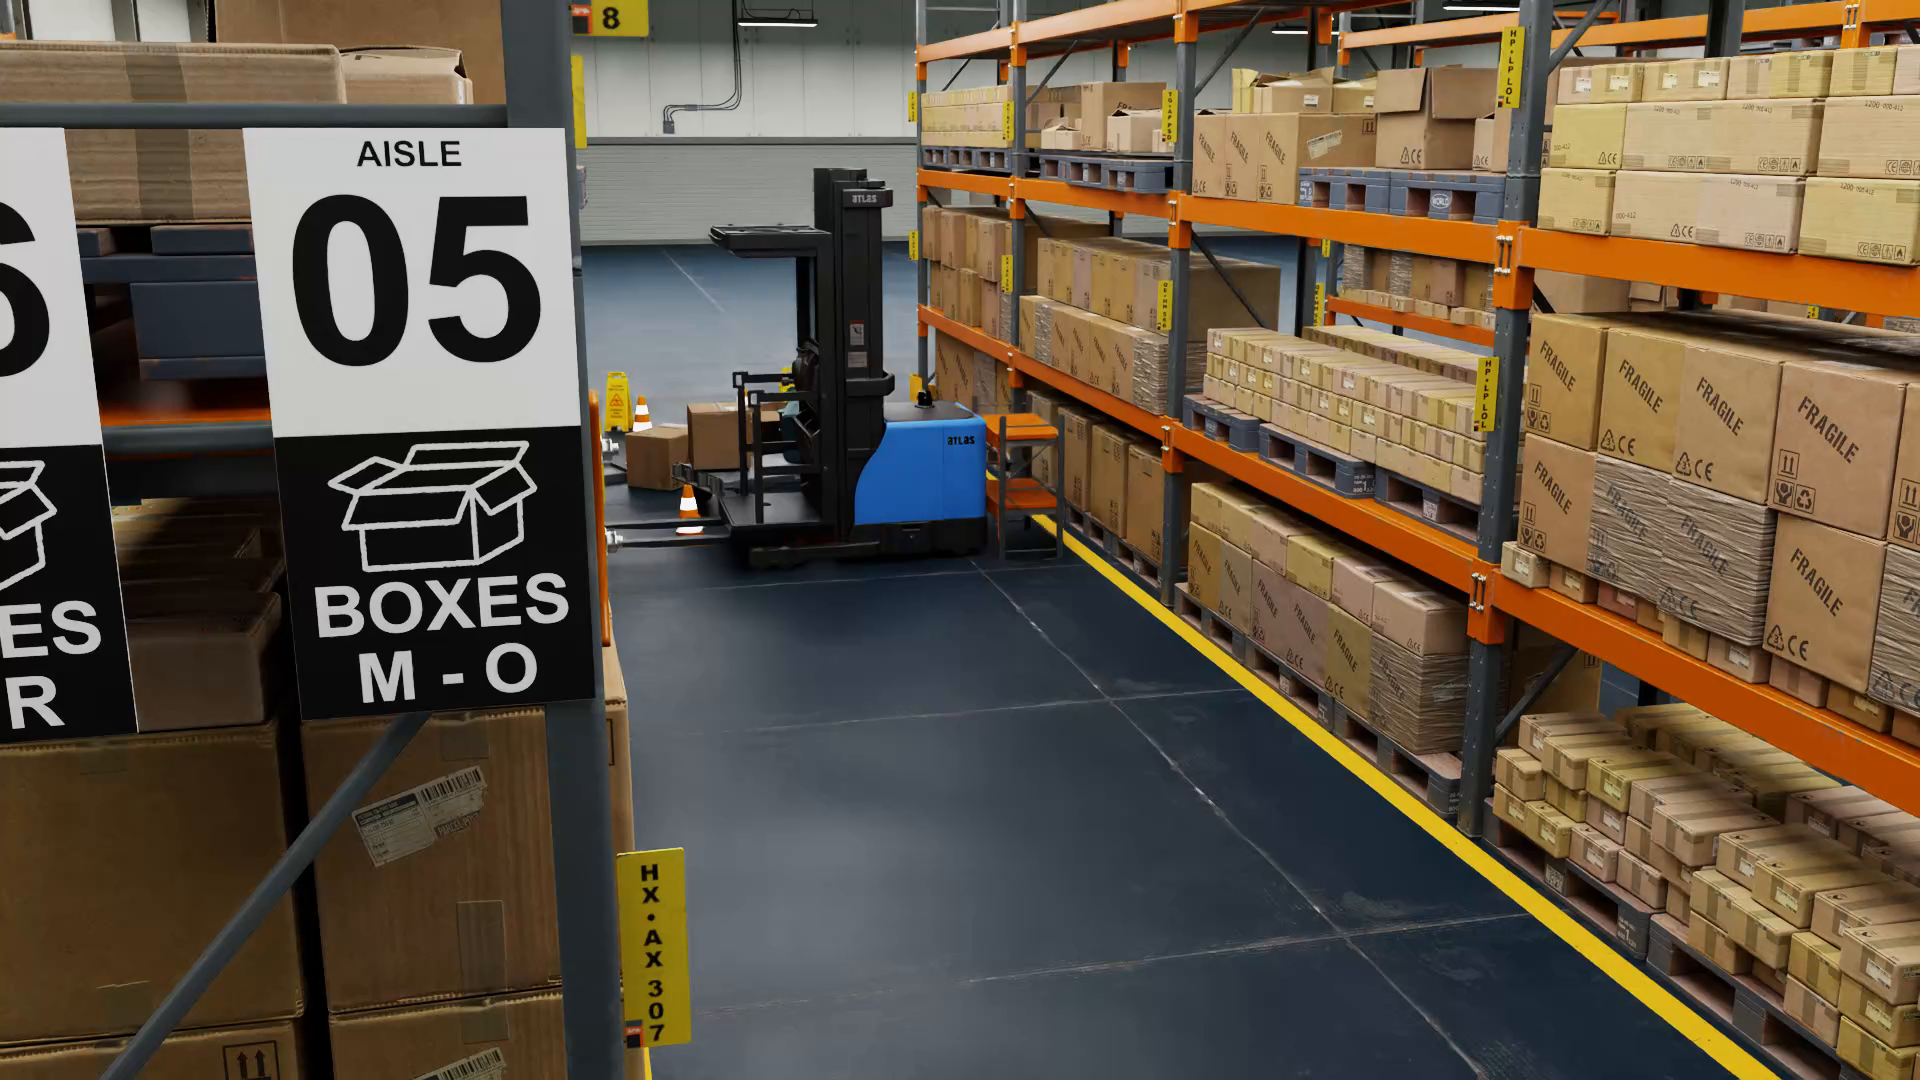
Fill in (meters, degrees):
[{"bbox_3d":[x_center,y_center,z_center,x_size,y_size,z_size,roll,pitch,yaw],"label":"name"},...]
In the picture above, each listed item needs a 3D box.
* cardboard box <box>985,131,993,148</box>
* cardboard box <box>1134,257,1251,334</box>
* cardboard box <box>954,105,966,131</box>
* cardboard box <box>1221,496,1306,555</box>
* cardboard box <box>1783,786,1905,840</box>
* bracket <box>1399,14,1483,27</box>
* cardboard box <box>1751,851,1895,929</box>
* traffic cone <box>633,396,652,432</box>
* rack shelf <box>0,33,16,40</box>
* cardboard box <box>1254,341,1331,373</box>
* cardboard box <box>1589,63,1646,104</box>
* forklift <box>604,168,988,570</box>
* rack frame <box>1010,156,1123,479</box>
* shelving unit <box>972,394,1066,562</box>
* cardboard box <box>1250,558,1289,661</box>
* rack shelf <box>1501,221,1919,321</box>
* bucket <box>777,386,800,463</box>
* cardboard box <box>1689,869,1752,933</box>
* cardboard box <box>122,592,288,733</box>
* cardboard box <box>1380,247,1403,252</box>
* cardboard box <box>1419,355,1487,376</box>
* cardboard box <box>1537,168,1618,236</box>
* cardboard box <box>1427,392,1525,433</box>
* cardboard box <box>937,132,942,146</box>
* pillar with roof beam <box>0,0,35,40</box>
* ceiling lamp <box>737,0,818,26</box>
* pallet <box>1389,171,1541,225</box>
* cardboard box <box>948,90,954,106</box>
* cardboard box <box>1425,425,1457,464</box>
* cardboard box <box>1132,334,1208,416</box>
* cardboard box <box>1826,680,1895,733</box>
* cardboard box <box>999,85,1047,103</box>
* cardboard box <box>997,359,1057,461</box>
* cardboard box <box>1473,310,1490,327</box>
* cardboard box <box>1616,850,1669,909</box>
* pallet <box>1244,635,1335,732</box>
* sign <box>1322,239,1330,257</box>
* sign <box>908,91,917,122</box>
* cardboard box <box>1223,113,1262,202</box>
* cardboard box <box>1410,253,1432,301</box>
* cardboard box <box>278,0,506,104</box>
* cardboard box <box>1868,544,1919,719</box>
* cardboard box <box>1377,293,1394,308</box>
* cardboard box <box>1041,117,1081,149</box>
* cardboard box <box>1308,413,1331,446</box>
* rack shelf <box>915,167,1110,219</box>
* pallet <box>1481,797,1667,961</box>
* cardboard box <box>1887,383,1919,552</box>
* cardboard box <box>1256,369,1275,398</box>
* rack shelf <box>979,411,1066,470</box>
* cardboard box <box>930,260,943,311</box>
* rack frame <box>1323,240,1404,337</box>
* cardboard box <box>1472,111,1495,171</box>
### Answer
[{"bbox_3d":[0.443,-3.723,15.459,0.380,0.149,0.250,-3,14,-12],"label":"cardboard box"},{"bbox_3d":[1.685,-1.784,12.090,0.700,0.500,0.500,-3,14,-14],"label":"cardboard box"},{"bbox_3d":[0.242,-4.181,16.492,0.500,0.250,0.500,-3,14,-13],"label":"cardboard box"},{"bbox_3d":[1.946,-0.093,10.290,0.500,0.250,0.500,-3,14,-14],"label":"cardboard box"},{"bbox_3d":[3.479,1.089,6.518,0.380,0.149,0.250,-4,14,-16],"label":"cardboard box"},{"bbox_3d":[13.628,-14.716,47.117,0.076,0.066,4.783,-3,14,-13],"label":"bracket"},{"bbox_3d":[3.061,1.239,5.904,0.380,0.149,0.250,-3,14,-13],"label":"cardboard box"},{"bbox_3d":[-3.411,-1.315,17.836,0.336,0.463,0.334,-3,14,-13],"label":"traffic cone"},{"bbox_3d":[-9.121,-4.207,14.043,1.077,0.370,4.000,-3,14,-13],"label":"rack shelf"},{"bbox_3d":[2.001,-1.102,10.010,0.380,0.149,0.250,-4,14,-16],"label":"cardboard box"},{"bbox_3d":[2.704,-1.781,6.501,0.380,0.149,0.250,-4,14,-16],"label":"cardboard box"},{"bbox_3d":[-1.359,-1.334,12.711,3.031,2.935,1.130,-3,14,-13],"label":"forklift"},{"bbox_3d":[0.961,-1.951,15.094,1.000,3.000,0.127,-3,14,-13],"label":"rack frame"},{"bbox_3d":[0.443,-0.509,13.140,0.538,1.125,1.048,-3,14,-11],"label":"shelving unit"},{"bbox_3d":[2.065,0.393,9.880,0.500,0.500,0.500,-4,14,-15],"label":"cardboard box"},{"bbox_3d":[3.310,-0.752,5.381,1.077,0.370,4.000,-3,14,-13],"label":"rack shelf"},{"bbox_3d":[-1.312,-1.003,14.905,0.726,0.611,0.620,2,24,6],"label":"bucket"},{"bbox_3d":[2.953,1.328,6.164,0.380,0.149,0.250,-3,14,-14],"label":"cardboard box"},{"bbox_3d":[-1.288,0.195,2.624,0.380,0.149,0.250,-3,14,-12],"label":"cardboard box"},{"bbox_3d":[4.960,-3.433,18.215,0.500,0.500,0.500,-3,14,-13],"label":"cardboard box"},{"bbox_3d":[2.823,-0.954,9.401,0.380,0.149,0.250,-3,14,-11],"label":"cardboard box"},{"bbox_3d":[2.692,-1.369,6.705,0.500,0.250,0.500,-3,14,-10],"label":"cardboard box"},{"bbox_3d":[2.492,-0.621,8.038,0.380,0.149,0.250,-4,14,-15],"label":"cardboard box"},{"bbox_3d":[-0.031,-4.190,17.370,0.380,0.149,0.250,-3,14,-13],"label":"cardboard box"},{"bbox_3d":[-7.527,-6.625,21.583,9.100,9.000,0.400,-3,14,-13],"label":"pillar with roof beam"},{"bbox_3d":[-4.641,-14.542,41.691,2.000,3.185,0.800,-3,14,-13],"label":"ceiling lamp"},{"bbox_3d":[2.798,-1.620,7.814,1.213,0.211,1.003,-3,14,-13],"label":"pallet"},{"bbox_3d":[0.088,-4.461,16.800,0.380,0.149,0.250,-3,14,-14],"label":"cardboard box"},{"bbox_3d":[2.491,-0.474,8.064,0.380,0.149,0.250,-3,14,-13],"label":"cardboard box"},{"bbox_3d":[1.534,-1.166,11.669,0.500,0.500,0.500,-3,14,-13],"label":"cardboard box"},{"bbox_3d":[3.133,0.517,5.520,0.380,0.149,0.250,-3,14,-12],"label":"cardboard box"},{"bbox_3d":[0.565,-3.993,14.884,0.380,0.149,0.250,-3,14,-14],"label":"cardboard box"},{"bbox_3d":[0.881,-1.272,15.906,0.875,0.875,0.875,-3,14,-12],"label":"cardboard box"},{"bbox_3d":[5.420,-2.235,16.784,0.380,0.149,0.250,-3,14,-13],"label":"cardboard box"},{"bbox_3d":[2.893,1.349,6.709,0.380,0.149,0.250,-4,14,-14],"label":"cardboard box"},{"bbox_3d":[2.365,0.787,9.760,1.003,0.211,1.213,-3,14,-13],"label":"pallet"},{"bbox_3d":[4.339,-3.518,19.681,0.100,0.325,0.005,-3,14,-13],"label":"sign"},{"bbox_3d":[-0.519,-4.765,18.281,0.100,0.325,0.005,-3,14,-13],"label":"sign"},{"bbox_3d":[1.900,-2.273,9.879,0.500,0.500,0.500,-3,14,-13],"label":"cardboard box"},{"bbox_3d":[5.385,-2.850,17.933,0.875,0.500,0.500,-3,14,-13],"label":"cardboard box"},{"bbox_3d":[-1.336,-1.116,4.047,0.500,0.500,0.500,-3,14,-12],"label":"cardboard box"},{"bbox_3d":[3.179,0.299,5.046,0.500,0.500,0.500,-3,14,-13],"label":"cardboard box"},{"bbox_3d":[4.917,-2.694,18.665,0.380,0.149,0.250,-3,14,-13],"label":"cardboard box"},{"bbox_3d":[0.860,-3.443,14.065,0.258,0.266,0.396,-4,14,-14],"label":"cardboard box"},{"bbox_3d":[2.182,-0.630,9.331,0.380,0.149,0.250,-4,14,-15],"label":"cardboard box"},{"bbox_3d":[0.491,-3.520,16.712,1.077,0.370,4.000,-3,14,-13],"label":"rack shelf"},{"bbox_3d":[3.032,1.402,7.245,1.003,0.211,1.213,-3,14,-13],"label":"pallet"},{"bbox_3d":[3.180,-0.190,4.940,0.500,0.500,0.500,-3,14,-10],"label":"cardboard box"},{"bbox_3d":[2.010,-0.950,10.015,0.380,0.149,0.250,-3,14,-13],"label":"cardboard box"},{"bbox_3d":[0.443,-0.793,13.070,0.538,0.278,1.000,-3,14,-11],"label":"rack shelf"},{"bbox_3d":[0.153,-2.864,18.513,0.875,0.550,0.550,-3,14,-13],"label":"cardboard box"},{"bbox_3d":[4.867,-3.127,19.907,1.000,3.000,0.127,-3,14,-13],"label":"rack frame"},{"bbox_3d":[2.837,-1.938,8.024,0.500,0.311,0.500,-3,14,-14],"label":"cardboard box"}]
